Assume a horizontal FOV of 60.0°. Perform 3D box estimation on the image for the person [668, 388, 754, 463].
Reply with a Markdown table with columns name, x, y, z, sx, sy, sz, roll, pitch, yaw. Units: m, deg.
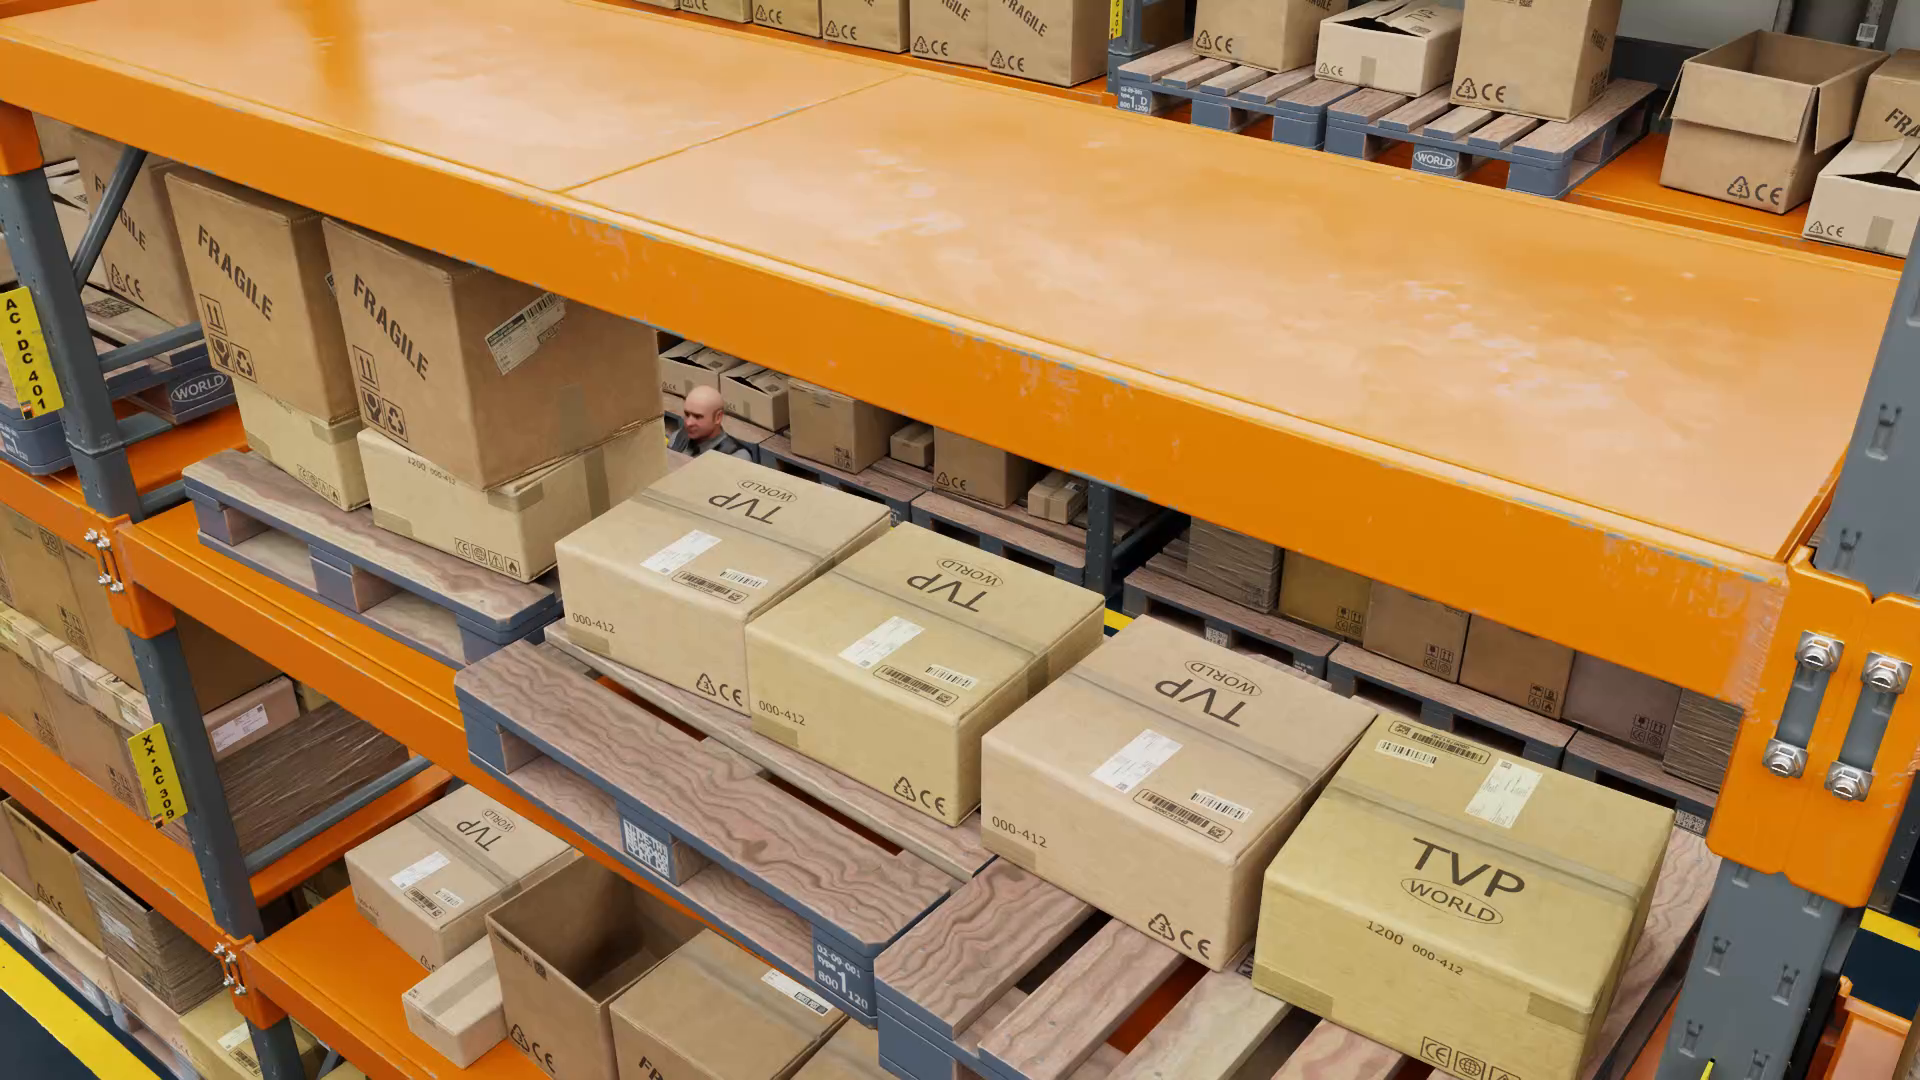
| name | x | y | z | sx | sy | sz | roll | pitch | yaw |
| --- | --- | --- | --- | --- | --- | --- | --- | --- | --- |
| person | -1.198 | 0.061 | 8.018 | 0.533 | 1.718 | 0.360 | 22 | 37 | 32 |
